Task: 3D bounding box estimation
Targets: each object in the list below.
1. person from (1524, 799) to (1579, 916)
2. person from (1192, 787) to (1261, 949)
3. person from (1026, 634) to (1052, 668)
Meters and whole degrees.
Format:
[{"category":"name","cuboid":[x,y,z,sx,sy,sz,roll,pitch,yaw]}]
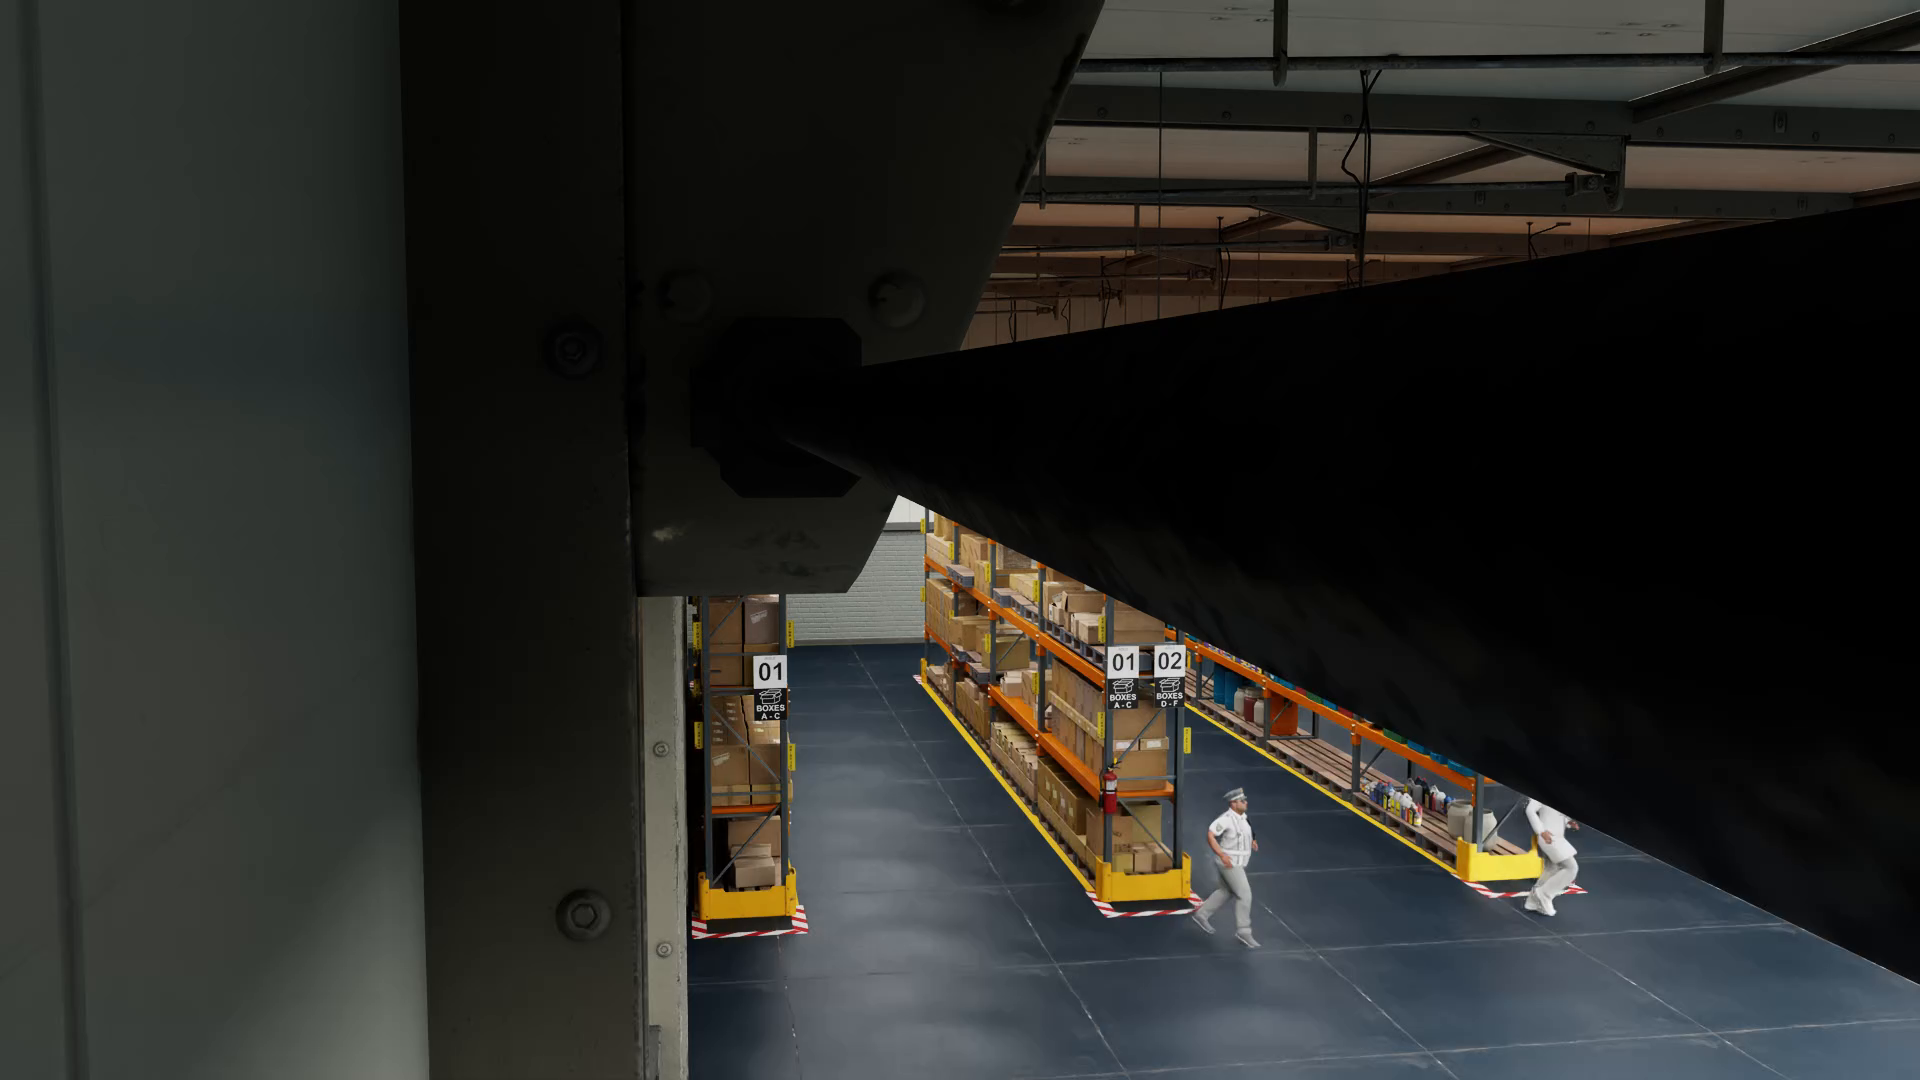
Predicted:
[{"category":"person","cuboid":[7.234,3.679,20.299,0.610,1.749,0.717,2,5,22]},{"category":"person","cuboid":[3.114,3.759,19.272,0.849,1.826,0.671,2,5,20]},{"category":"person","cuboid":[1.535,1.945,36.789,0.695,1.770,0.931,-4,6,-39]}]
